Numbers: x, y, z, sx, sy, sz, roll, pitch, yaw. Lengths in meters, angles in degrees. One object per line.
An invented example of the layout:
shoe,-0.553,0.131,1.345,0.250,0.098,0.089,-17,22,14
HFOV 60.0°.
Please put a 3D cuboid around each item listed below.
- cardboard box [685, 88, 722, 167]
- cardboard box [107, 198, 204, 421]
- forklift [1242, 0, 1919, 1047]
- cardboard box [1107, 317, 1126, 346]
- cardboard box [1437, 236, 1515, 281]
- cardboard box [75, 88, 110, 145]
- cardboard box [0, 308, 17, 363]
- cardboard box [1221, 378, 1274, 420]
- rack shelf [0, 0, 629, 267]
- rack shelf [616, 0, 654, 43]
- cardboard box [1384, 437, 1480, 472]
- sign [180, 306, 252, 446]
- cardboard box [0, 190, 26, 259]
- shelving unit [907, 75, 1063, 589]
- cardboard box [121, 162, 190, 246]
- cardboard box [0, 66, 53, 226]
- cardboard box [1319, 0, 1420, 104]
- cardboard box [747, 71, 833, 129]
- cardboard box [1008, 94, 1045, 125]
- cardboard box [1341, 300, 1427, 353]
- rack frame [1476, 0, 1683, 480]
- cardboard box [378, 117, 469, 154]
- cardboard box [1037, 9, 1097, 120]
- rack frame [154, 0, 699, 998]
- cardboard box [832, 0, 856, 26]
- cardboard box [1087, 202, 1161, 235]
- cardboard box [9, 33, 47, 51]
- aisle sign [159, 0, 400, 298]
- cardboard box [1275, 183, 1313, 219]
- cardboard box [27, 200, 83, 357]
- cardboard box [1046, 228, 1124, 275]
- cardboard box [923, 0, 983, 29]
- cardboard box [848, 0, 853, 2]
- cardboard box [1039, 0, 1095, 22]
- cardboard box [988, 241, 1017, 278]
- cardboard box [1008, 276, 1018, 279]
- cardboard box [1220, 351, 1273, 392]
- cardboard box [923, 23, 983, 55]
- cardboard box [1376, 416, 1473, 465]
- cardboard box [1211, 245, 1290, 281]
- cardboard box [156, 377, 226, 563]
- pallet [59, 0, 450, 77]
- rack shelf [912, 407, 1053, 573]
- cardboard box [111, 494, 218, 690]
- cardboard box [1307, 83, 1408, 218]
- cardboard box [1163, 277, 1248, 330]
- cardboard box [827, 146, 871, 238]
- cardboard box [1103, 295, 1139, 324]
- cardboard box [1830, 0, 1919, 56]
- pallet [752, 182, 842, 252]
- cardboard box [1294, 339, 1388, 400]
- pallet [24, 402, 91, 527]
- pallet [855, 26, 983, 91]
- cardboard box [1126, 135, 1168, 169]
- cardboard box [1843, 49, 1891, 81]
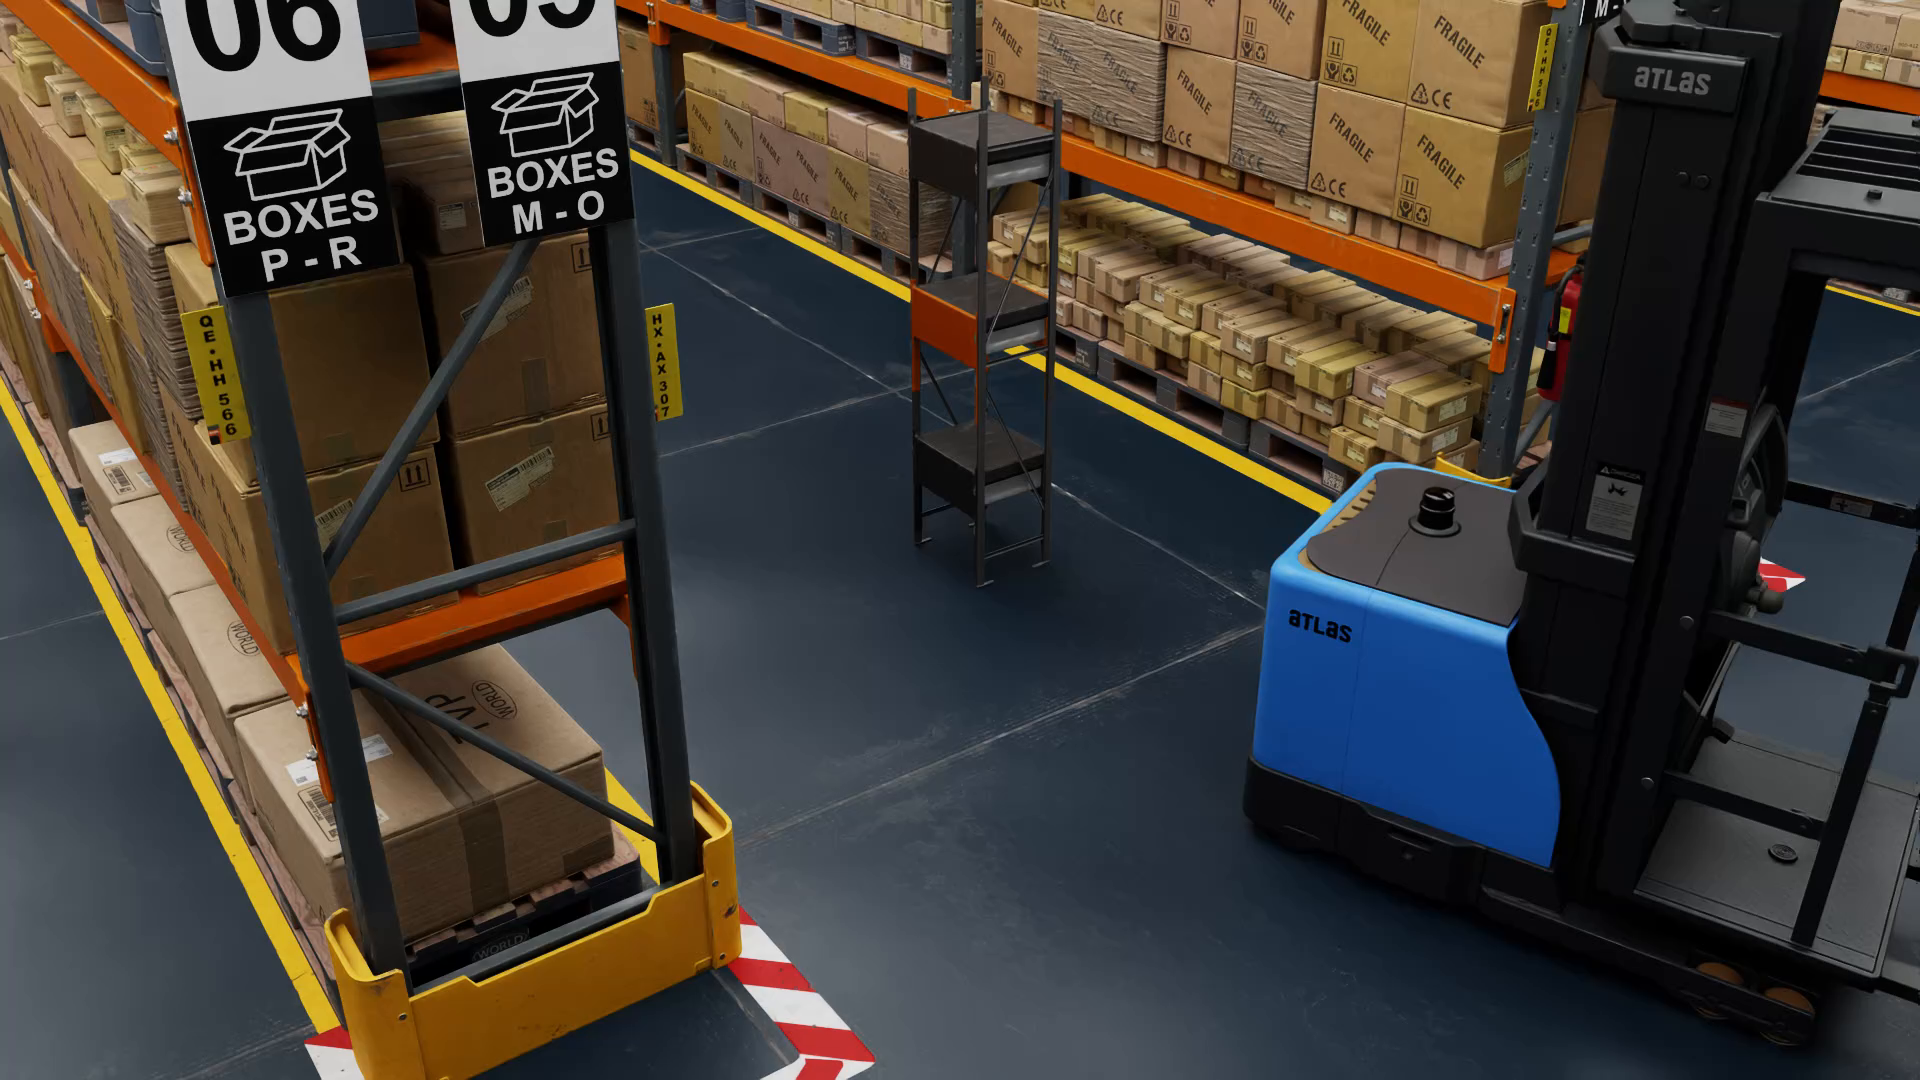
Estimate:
cardboard box,-1.726,-3.170,12.623,0.500,0.500,0.500,-20,35,-33
cardboard box,-2.063,-0.710,4.761,0.500,0.500,0.500,-19,34,-30
forklift,2.504,-0.069,4.806,3.031,2.935,1.130,18,33,29
cardboard box,1.054,-1.210,9.382,0.380,0.149,0.250,-20,35,-33
cardboard box,2.292,-1.257,7.185,0.380,0.149,0.250,-19,34,-31
cardboard box,-2.555,-1.350,5.261,0.380,0.149,0.250,-18,33,-29
cardboard box,-5.056,-1.631,9.397,0.875,0.875,0.875,-18,33,-30
cardboard box,1.569,-0.771,8.573,0.380,0.149,0.250,-20,35,-33
rack shelf,-2.422,-1.689,5.328,1.077,0.370,4.000,-19,34,-31
rack shelf,-3.089,-4.891,14.366,1.077,0.370,4.000,-19,34,-31
cardboard box,2.236,-0.398,7.887,0.380,0.149,0.250,-18,33,-30
sign,-1.712,-0.378,3.841,0.100,0.325,0.005,-19,34,-31
cardboard box,-4.048,-1.503,7.532,0.500,0.250,0.500,-20,34,-32
shelving unit,0.096,-0.858,7.130,0.431,2.100,0.503,-19,34,-31
cardboard box,-2.019,-0.931,4.490,0.380,0.149,0.250,-19,34,-31
cardboard box,-3.216,-1.498,6.212,0.500,0.500,0.500,-19,34,-31
cardboard box,1.949,-2.239,7.266,0.500,0.500,0.500,-20,34,-32
cardboard box,-1.155,-3.117,11.739,0.500,0.250,0.500,-18,34,-30
cardboard box,0.499,-2.483,9.443,0.380,0.149,0.250,-18,33,-29
cardboard box,2.173,-1.091,8.540,0.380,0.149,0.250,-21,35,-33
rack frame,2.711,-1.319,7.036,1.000,3.000,0.127,-19,34,-31
cardboard box,-1.510,-1.108,4.814,0.380,0.149,0.250,-18,33,-29
cardboard box,0.766,-2.596,8.971,0.500,0.500,0.500,-19,34,-31
rack frame,-1.262,0.090,4.441,1.000,3.000,0.127,-19,34,-31
cardboard box,-0.606,-3.450,10.783,0.380,0.149,0.250,-20,35,-33
cardboard box,0.990,-1.913,10.053,0.380,0.149,0.250,-18,33,-30
cardboard box,-3.172,-1.742,5.982,0.380,0.149,0.250,-19,34,-31
aisle sign,-1.473,-0.938,3.611,0.394,0.787,0.004,-19,34,-31
cardboard box,1.725,-1.661,7.929,0.380,0.149,0.250,-20,35,-33
cardboard box,-3.235,-1.057,6.448,0.500,0.500,0.500,-19,34,-30
cardboard box,0.721,-1.668,9.602,0.380,0.149,0.250,-19,34,-31
cardboard box,0.000,-3.179,9.972,0.380,0.149,0.250,-18,33,-29
cardboard box,-0.608,-3.585,10.720,0.380,0.149,0.250,-21,35,-33
cardboard box,0.767,-3.048,8.756,0.500,0.500,0.500,-20,34,-32
cardboard box,0.341,-1.707,9.986,0.380,0.149,0.250,-17,33,-28
cardboard box,0.341,-1.576,10.055,0.380,0.149,0.250,-20,35,-33
cardboard box,1.559,-0.907,8.513,0.380,0.149,0.250,-18,33,-30
cardboard box,0.000,-3.048,10.043,0.380,0.149,0.250,-20,34,-32
cardboard box,2.173,-0.508,7.778,0.380,0.149,0.250,-20,34,-32
cardboard box,1.626,-1.515,9.319,0.380,0.149,0.250,-20,34,-32
cardboard box,-2.036,-0.267,4.994,0.500,0.500,0.500,-20,34,-32
pallet,-1.701,-1.474,4.272,1.003,0.211,1.213,-19,34,-31
rack shelf,0.096,-0.231,7.471,0.431,0.518,0.480,-19,34,-31
cardboard box,-2.786,0.098,6.671,0.875,0.438,0.875,-20,34,-32
cardboard box,1.947,-1.799,7.503,0.500,0.500,0.500,-19,34,-31
cardboard box,1.308,-1.262,8.854,0.380,0.149,0.250,-19,34,-30
cardboard box,-0.541,-2.378,11.165,0.500,0.500,0.500,-20,34,-32
cardboard box,1.026,-1.330,9.291,0.380,0.149,0.250,-17,33,-28
cardboard box,5.724,-3.228,10.396,0.500,0.250,0.500,-20,34,-32
pallet,-0.773,-2.426,11.996,1.003,0.211,1.213,-19,34,-31
cardboard box,1.845,-0.827,8.054,0.380,0.149,0.250,-20,34,-32
pallet,-4.091,-0.518,8.483,1.003,0.211,1.213,-19,34,-31
pallet,0.066,-3.127,10.567,1.003,0.211,1.213,-19,34,-31
cardboard box,1.092,-2.065,8.672,0.380,0.149,0.250,-17,33,-29
cardboard box,5.742,-2.987,10.369,0.380,0.149,0.250,-20,34,-32
